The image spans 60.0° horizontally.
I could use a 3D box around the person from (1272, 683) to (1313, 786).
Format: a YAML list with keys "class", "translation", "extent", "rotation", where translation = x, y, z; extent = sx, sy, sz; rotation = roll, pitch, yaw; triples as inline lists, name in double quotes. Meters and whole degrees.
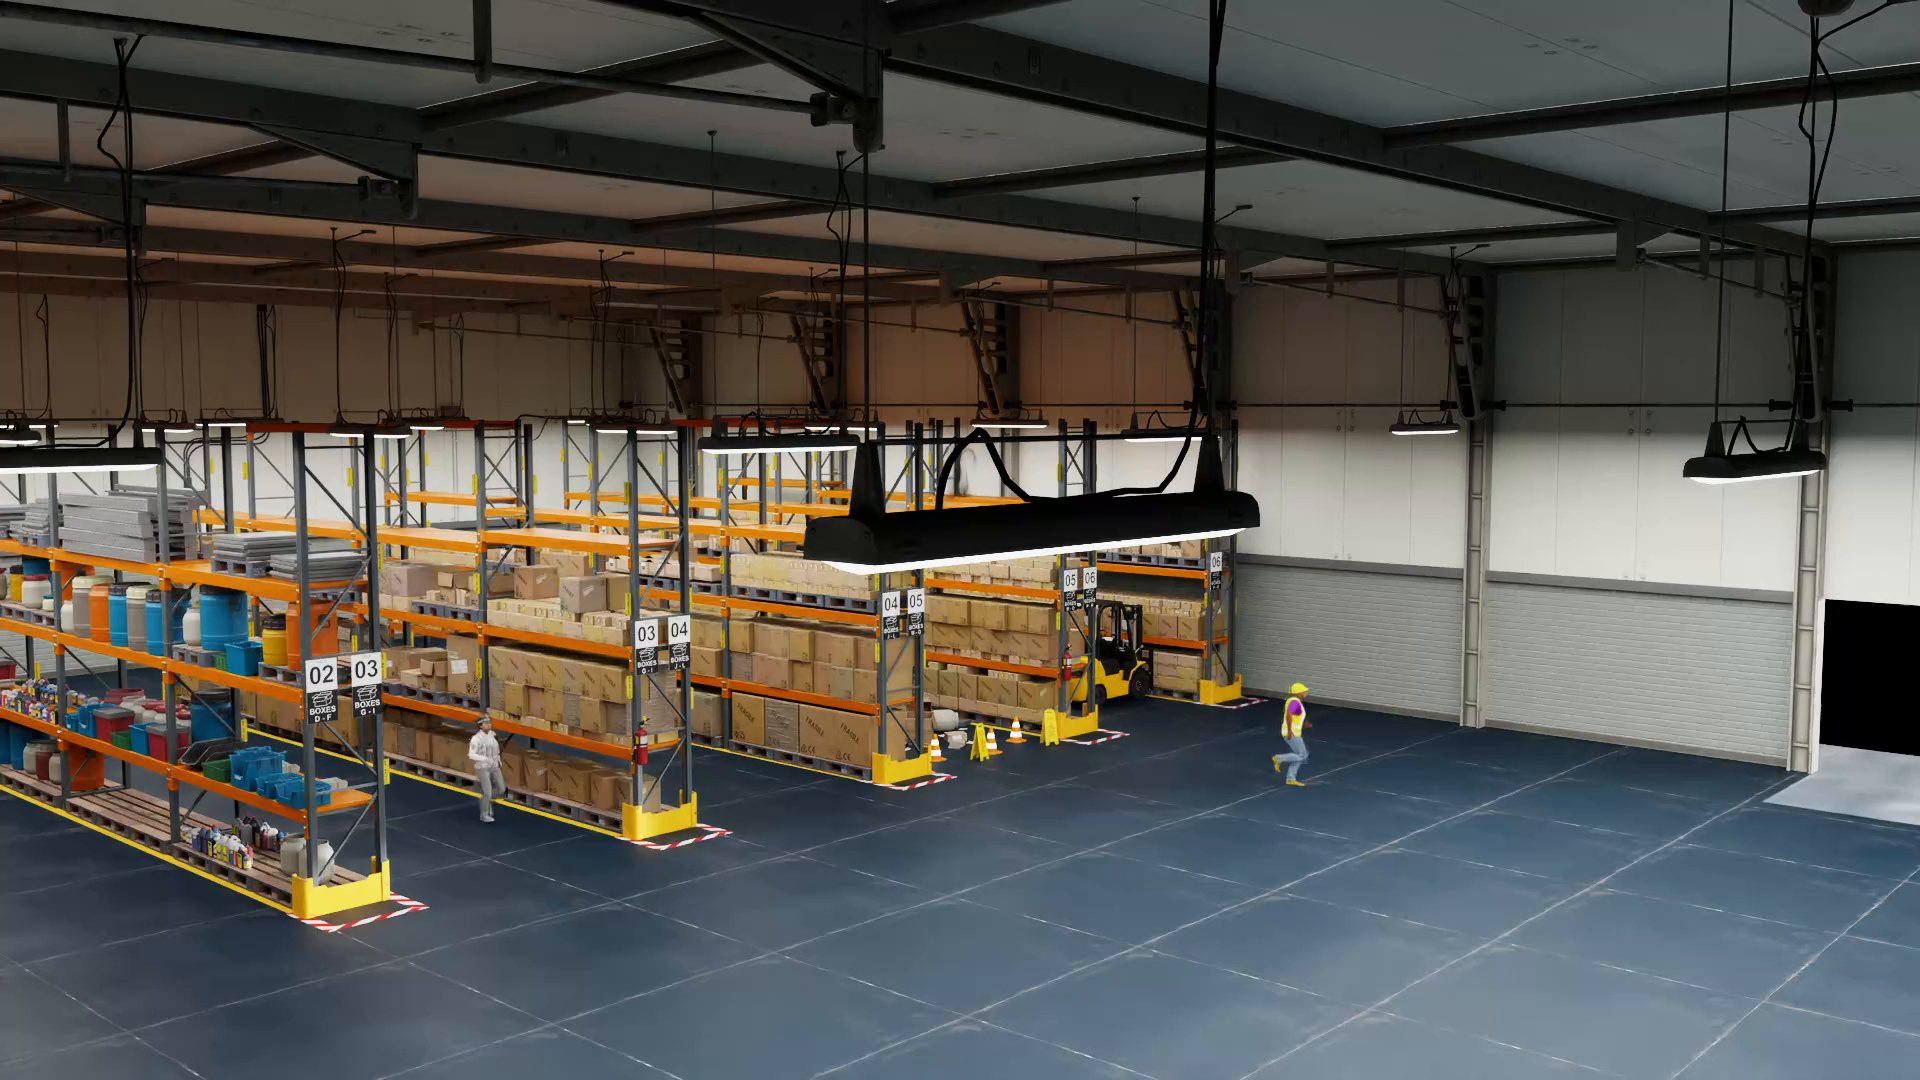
- class: "person"
  translation: [5.527, 3.237, 27.620]
  extent: [0.685, 1.714, 0.741]
  rotation: [0, 5, 4]

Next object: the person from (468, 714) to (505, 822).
- class: "person"
  translation: [-7.110, 3.444, 25.144]
  extent: [0.550, 1.652, 0.605]
  rotation: [4, 6, 38]
